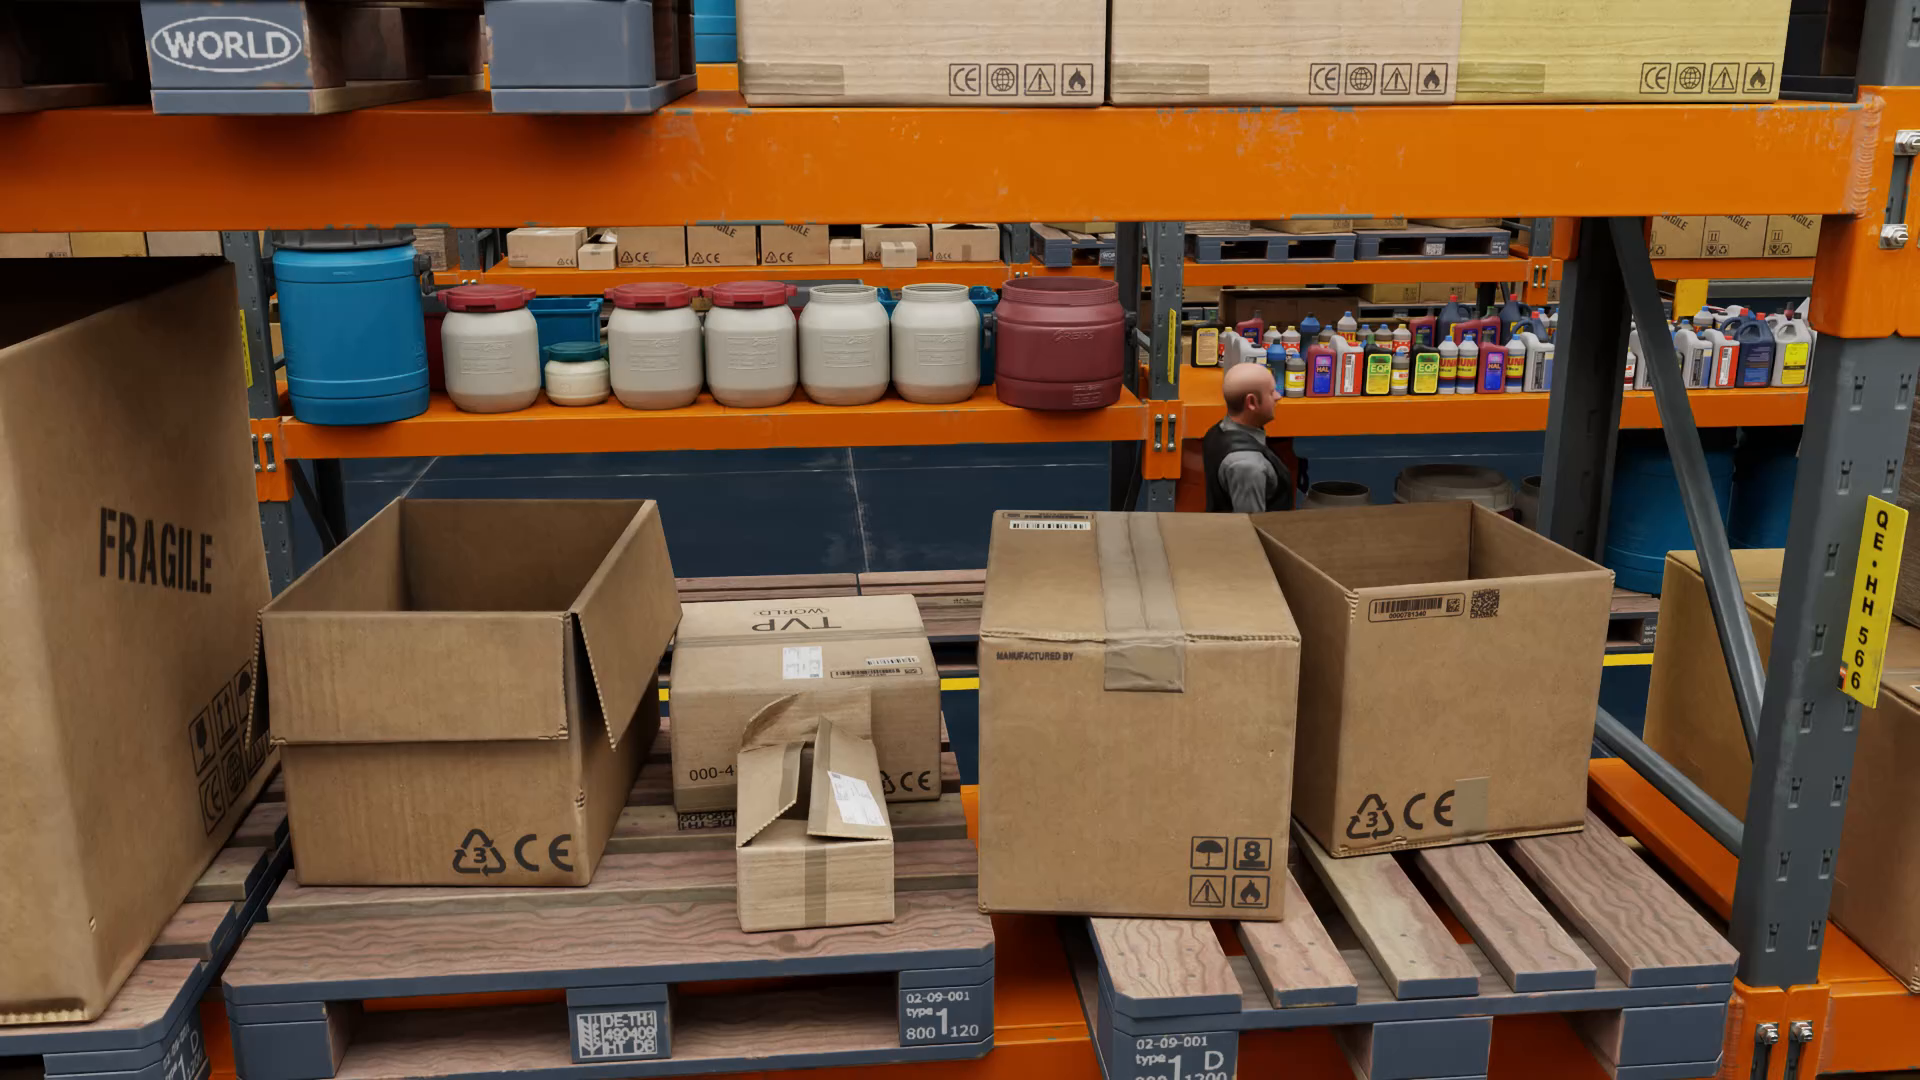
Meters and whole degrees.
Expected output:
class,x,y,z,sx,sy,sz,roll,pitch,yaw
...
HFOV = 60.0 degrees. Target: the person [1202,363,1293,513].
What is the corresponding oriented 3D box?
class,x,y,z,sx,sy,sz,roll,pitch,yaw
person,1.199,0.186,6.526,0.513,1.788,0.576,0,17,1
